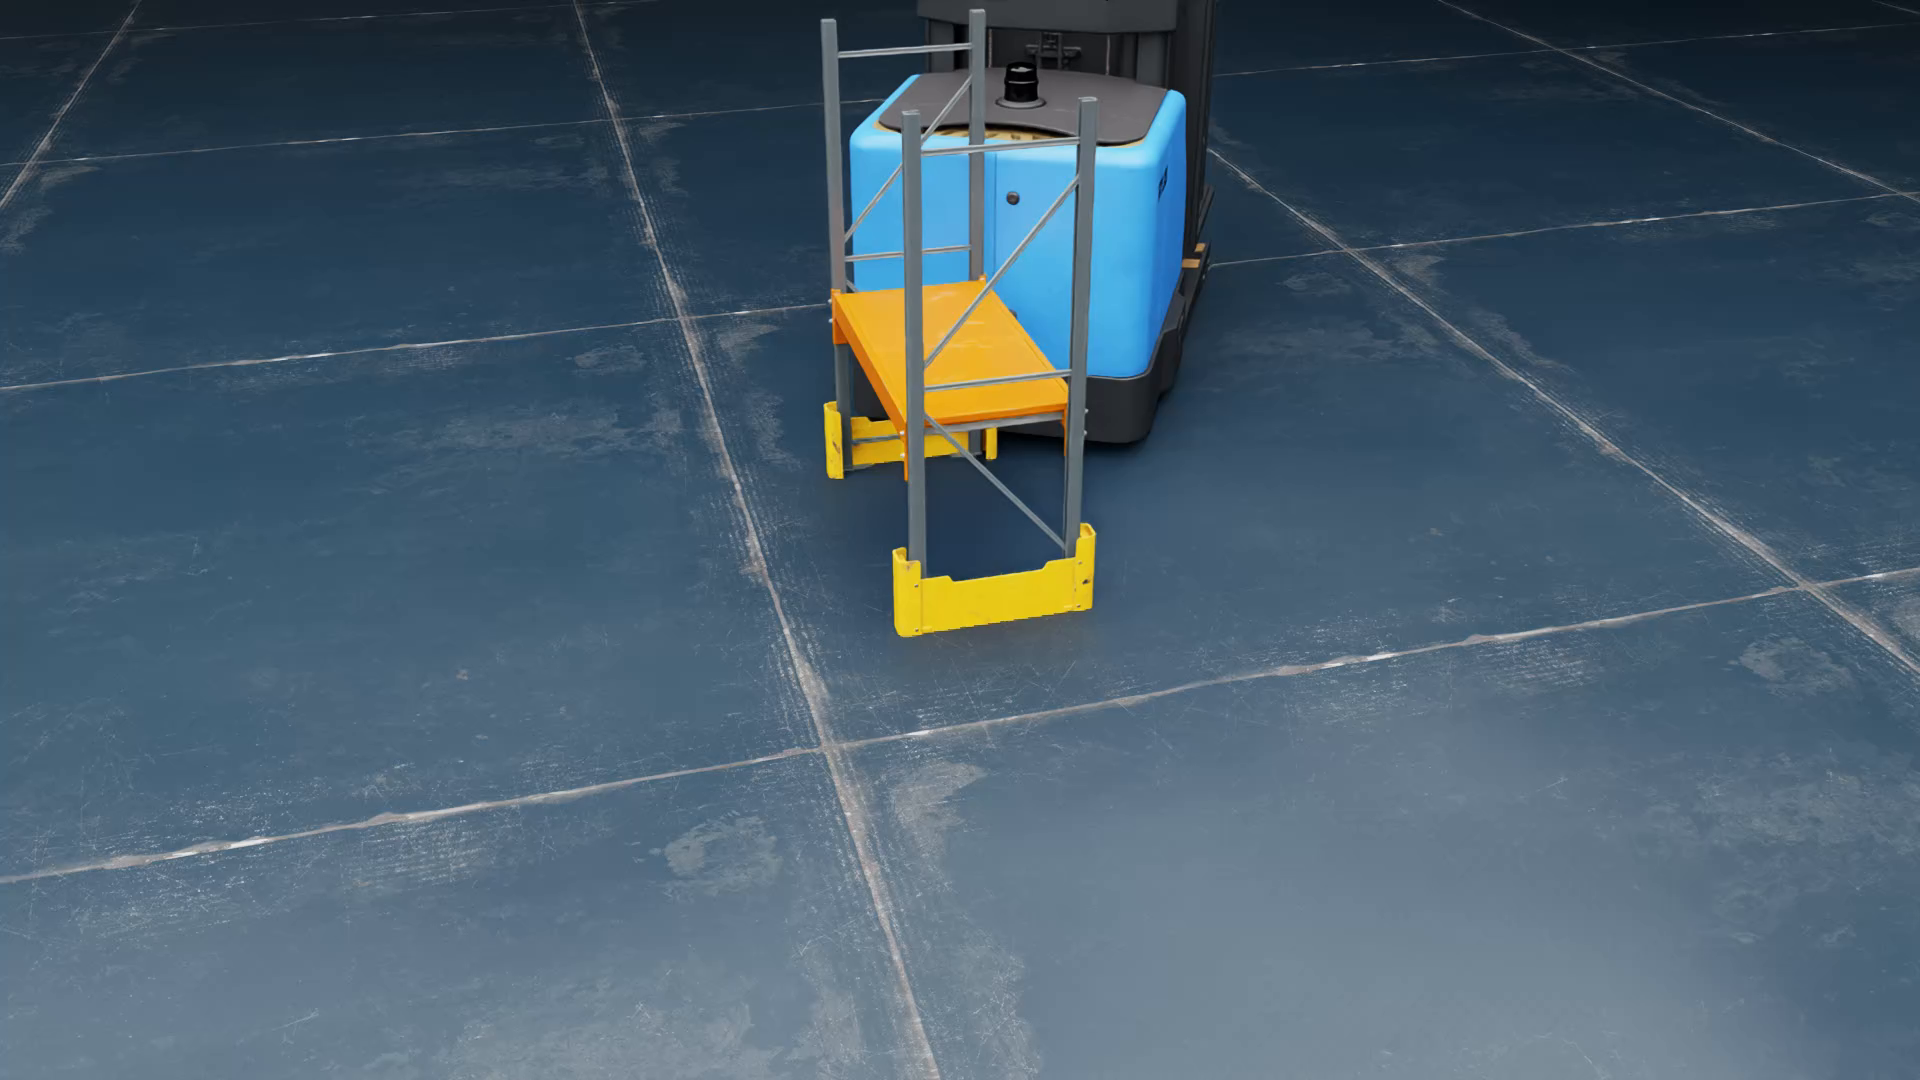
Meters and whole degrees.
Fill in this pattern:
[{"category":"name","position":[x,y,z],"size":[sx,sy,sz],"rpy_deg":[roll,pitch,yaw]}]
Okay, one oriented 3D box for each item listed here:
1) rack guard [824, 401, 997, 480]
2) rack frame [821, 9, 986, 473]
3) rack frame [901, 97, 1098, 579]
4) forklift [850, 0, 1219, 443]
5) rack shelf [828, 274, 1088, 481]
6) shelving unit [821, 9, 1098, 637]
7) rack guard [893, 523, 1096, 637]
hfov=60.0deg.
[{"category":"rack guard","position":[-0.162,-0.367,5.634],"size":[0.587,0.250,0.087],"rpy_deg":[-8,31,-13]},{"category":"rack frame","position":[-0.167,-0.917,5.337],"size":[0.500,1.500,0.032],"rpy_deg":[-8,31,-13]},{"category":"rack frame","position":[0.101,-0.426,4.488],"size":[0.500,1.500,0.032],"rpy_deg":[-8,31,-13]},{"category":"forklift","position":[0.463,-2.323,6.338],"size":[1.130,2.935,3.031],"rpy_deg":[7,31,12]},{"category":"rack shelf","position":[-0.033,-0.516,5.003],"size":[0.538,0.185,1.000],"rpy_deg":[-8,31,-13]},{"category":"shelving unit","position":[-0.031,-0.667,4.905],"size":[0.587,1.500,1.083],"rpy_deg":[-8,31,-13]},{"category":"rack guard","position":[0.100,0.115,4.802],"size":[0.587,0.250,0.087],"rpy_deg":[-8,31,-13]}]
